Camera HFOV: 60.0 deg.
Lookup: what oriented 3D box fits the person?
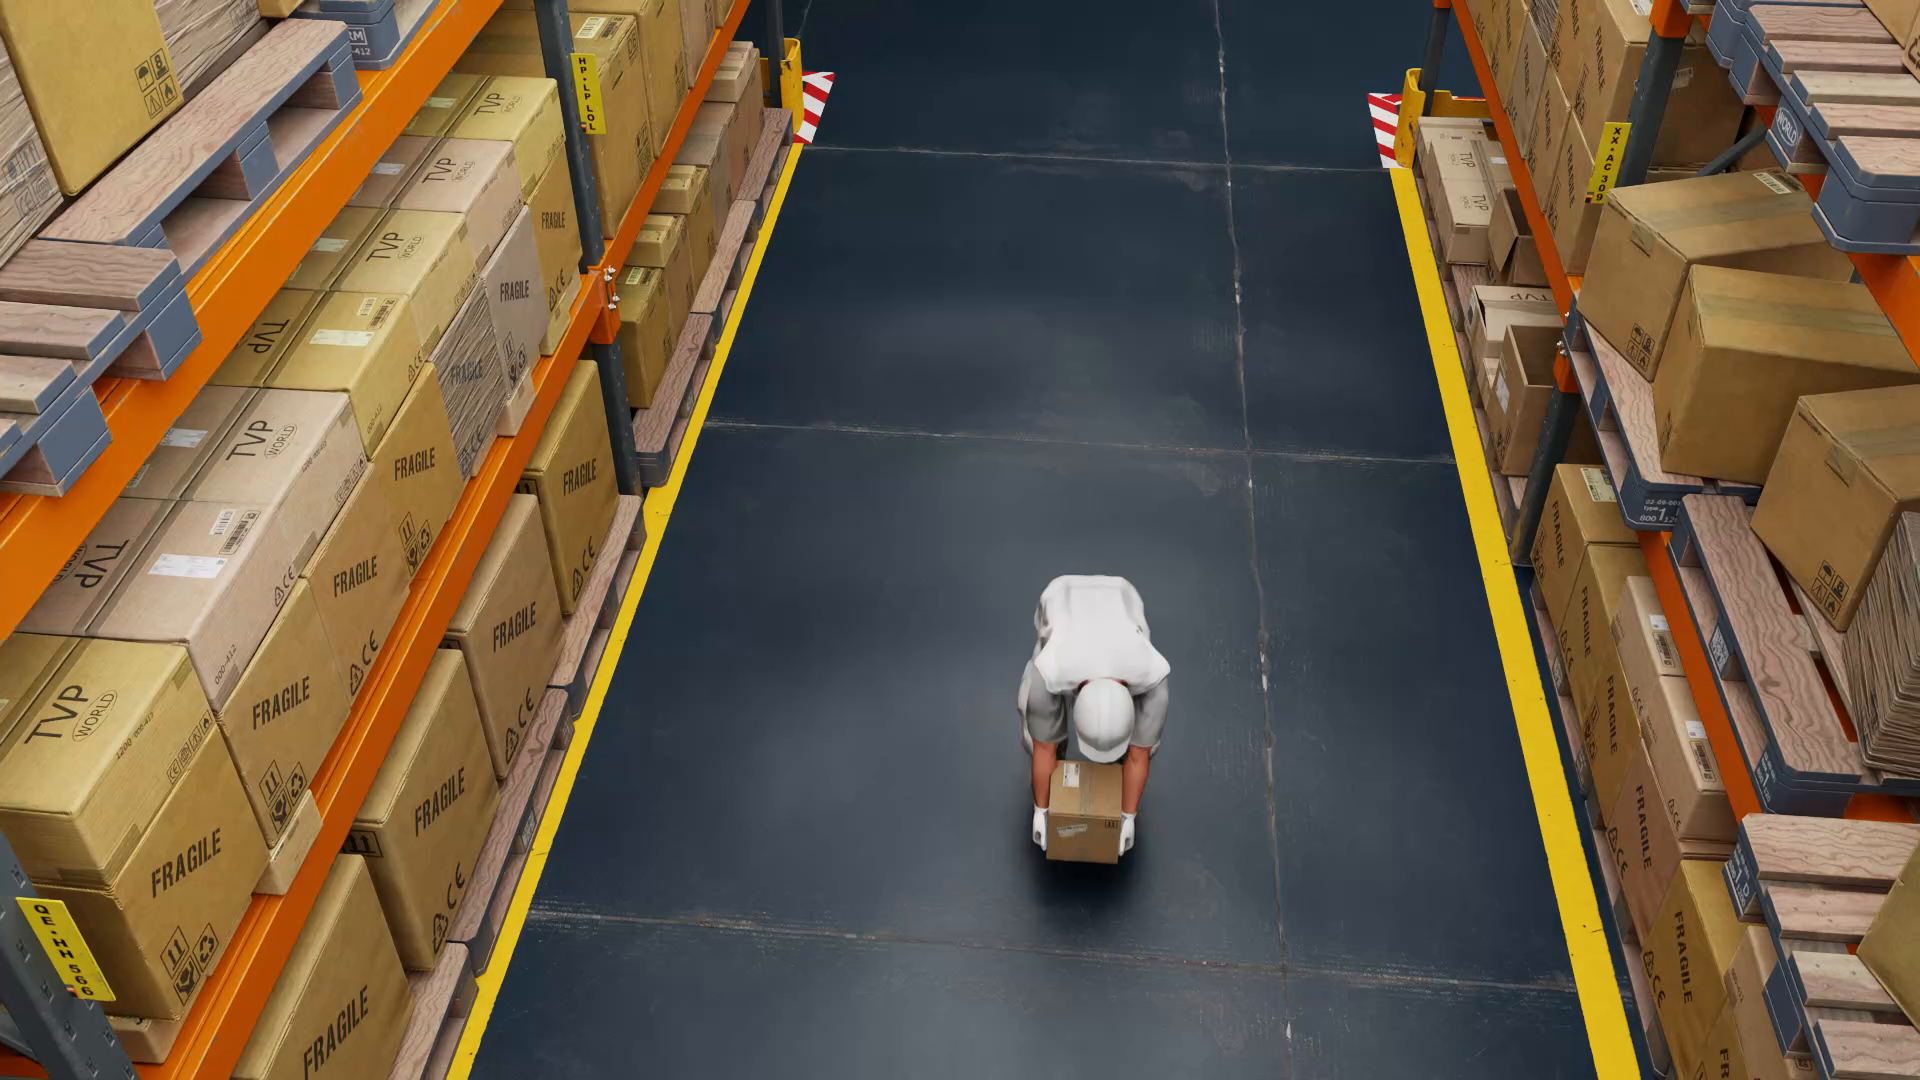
[{"bbox_3d":[0.475,0.636,6.002,0.536,0.985,0.946,2,40,2],"label":"person"}]
